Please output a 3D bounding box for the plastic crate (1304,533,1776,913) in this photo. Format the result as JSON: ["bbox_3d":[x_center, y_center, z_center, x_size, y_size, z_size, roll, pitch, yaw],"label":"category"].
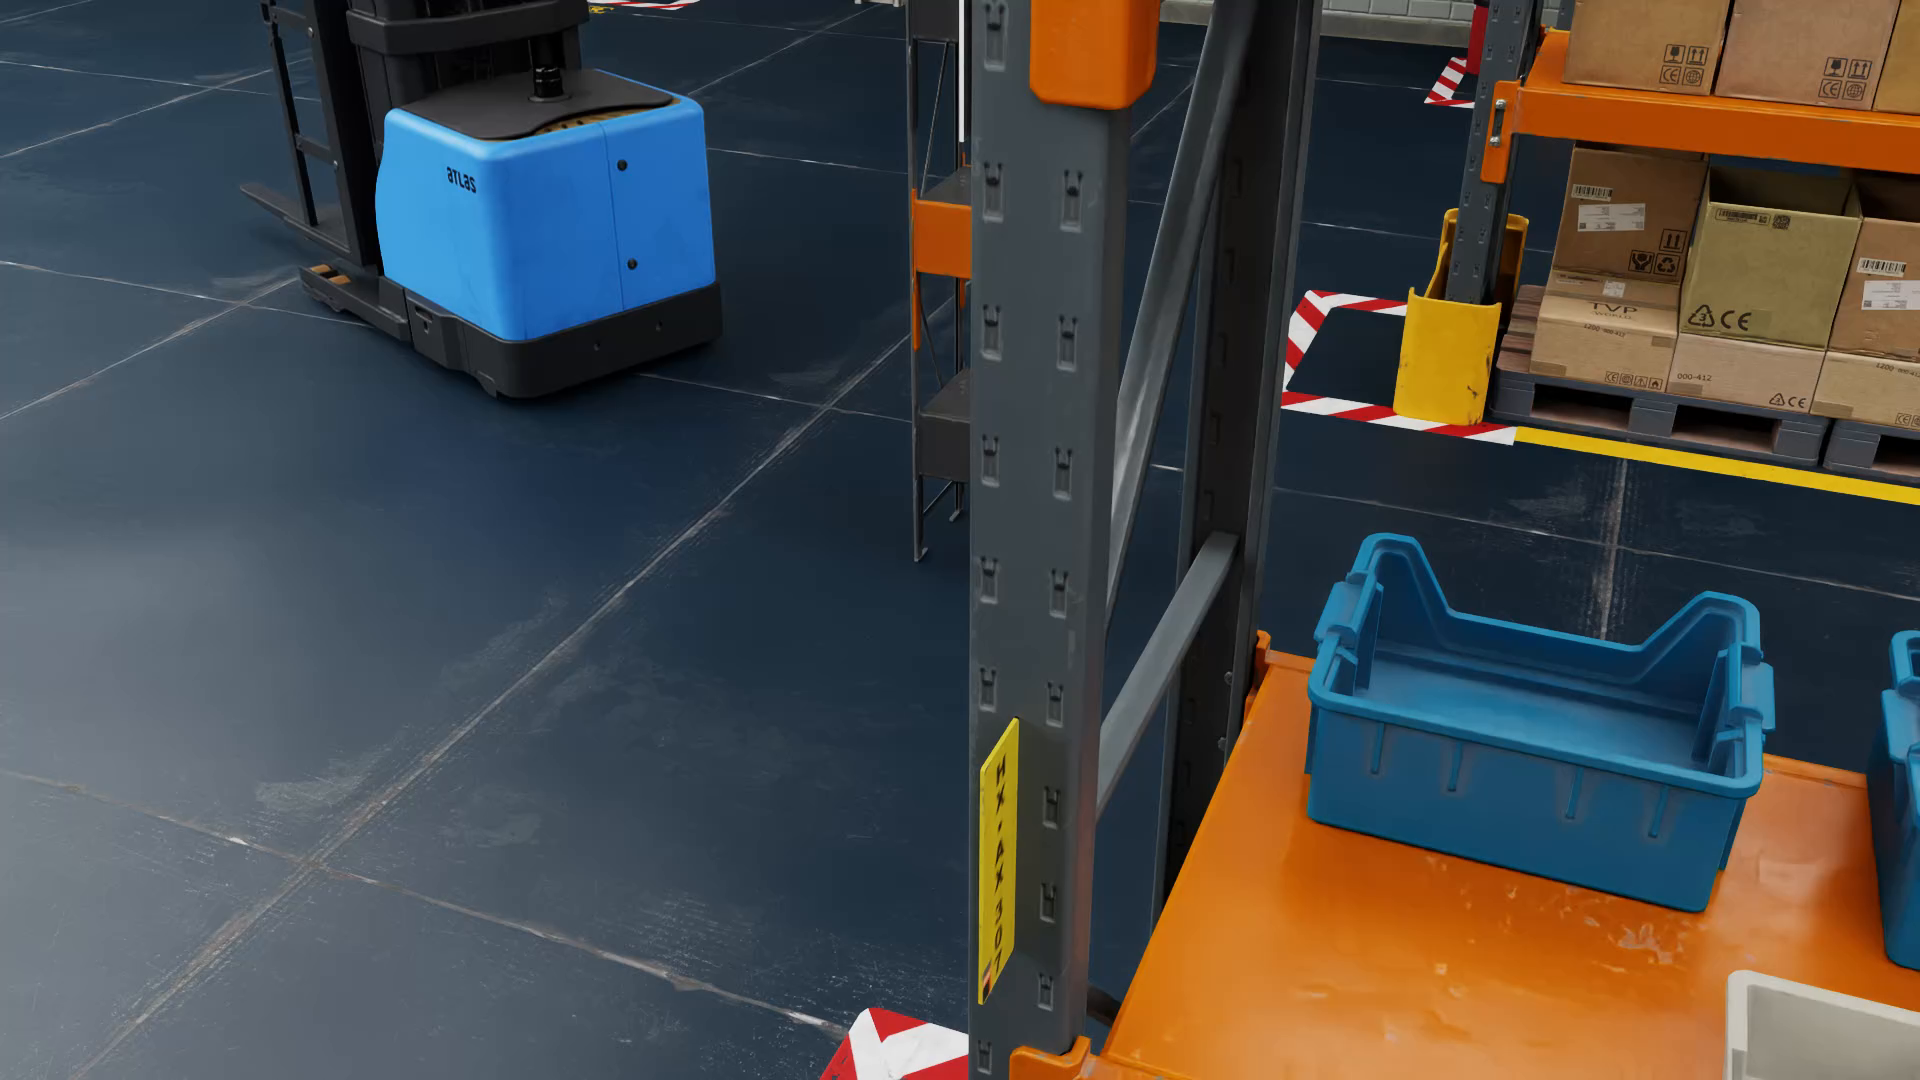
[{"bbox_3d":[0.828,0.243,2.423,0.616,0.251,0.499,11,31,19],"label":"plastic crate"}]

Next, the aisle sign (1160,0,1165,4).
[{"bbox_3d":[0.297,-1.059,1.933,0.004,0.787,0.394,11,31,19],"label":"aisle sign"}]

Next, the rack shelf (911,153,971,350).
[{"bbox_3d":[0.153,-0.872,5.186,0.480,0.518,0.431,11,31,19],"label":"rack shelf"}]

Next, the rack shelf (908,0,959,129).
[{"bbox_3d":[0.153,-1.481,4.841,0.480,0.518,0.431,11,31,19],"label":"rack shelf"}]

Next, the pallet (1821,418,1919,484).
[{"bbox_3d":[3.969,-0.473,6.373,1.213,0.211,1.003,11,31,19],"label":"pallet"}]

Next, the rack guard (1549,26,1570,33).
[{"bbox_3d":[4.047,-3.193,10.891,0.348,0.500,1.175,11,31,19],"label":"rack guard"}]

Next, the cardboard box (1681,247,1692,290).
[{"bbox_3d":[3.194,-0.970,6.786,0.500,0.250,0.500,11,31,19],"label":"cardboard box"}]

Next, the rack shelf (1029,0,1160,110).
[{"bbox_3d":[2.105,-0.401,1.094,4.000,0.370,1.077,11,31,19],"label":"rack shelf"}]

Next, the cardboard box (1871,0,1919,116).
[{"bbox_3d":[3.492,-1.798,5.781,0.500,0.500,0.700,12,31,19],"label":"cardboard box"}]

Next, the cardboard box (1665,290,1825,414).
[{"bbox_3d":[2.996,-0.730,6.362,0.500,0.250,0.500,11,31,19],"label":"cardboard box"}]

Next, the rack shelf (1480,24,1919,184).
[{"bbox_3d":[3.971,-1.353,5.826,4.000,0.370,1.077,11,31,19],"label":"rack shelf"}]

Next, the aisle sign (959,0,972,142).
[{"bbox_3d":[0.075,-0.790,1.457,0.004,0.787,0.394,11,31,19],"label":"aisle sign"}]

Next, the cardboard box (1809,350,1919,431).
[{"bbox_3d":[3.459,-0.638,6.197,0.500,0.250,0.500,11,31,19],"label":"cardboard box"}]

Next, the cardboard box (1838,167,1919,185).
[{"bbox_3d":[3.659,-1.207,6.442,0.500,0.500,0.500,11,31,19],"label":"cardboard box"}]

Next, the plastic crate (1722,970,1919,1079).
[{"bbox_3d":[0.960,0.649,1.822,0.250,0.136,0.298,11,31,19],"label":"plastic crate"}]

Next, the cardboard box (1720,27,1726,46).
[{"bbox_3d":[4.584,-3.147,10.556,0.500,0.311,0.500,8,30,13],"label":"cardboard box"}]

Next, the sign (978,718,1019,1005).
[{"bbox_3d":[0.041,0.351,1.799,0.005,0.325,0.100,11,31,19],"label":"sign"}]

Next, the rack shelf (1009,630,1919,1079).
[{"bbox_3d":[2.105,0.905,1.832,4.000,0.370,1.077,11,31,19],"label":"rack shelf"}]

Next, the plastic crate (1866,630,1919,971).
[{"bbox_3d":[1.428,0.365,2.206,0.408,0.251,0.499,11,31,19],"label":"plastic crate"}]

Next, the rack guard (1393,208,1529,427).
[{"bbox_3d":[2.096,-0.952,6.927,0.348,0.500,1.175,11,31,19],"label":"rack guard"}]

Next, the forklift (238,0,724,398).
[{"bbox_3d":[-2.404,-2.469,7.139,1.130,2.935,3.031,-25,38,-37],"label":"forklift"}]

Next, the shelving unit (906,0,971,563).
[{"bbox_3d":[0.153,-0.883,5.179,0.503,2.100,0.431,11,31,19],"label":"shelving unit"}]

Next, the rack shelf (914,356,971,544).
[{"bbox_3d":[0.153,-0.262,5.530,0.480,0.518,0.431,11,31,19],"label":"rack shelf"}]

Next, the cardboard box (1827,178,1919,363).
[{"bbox_3d":[3.463,-0.969,6.022,0.500,0.500,0.500,11,31,19],"label":"cardboard box"}]

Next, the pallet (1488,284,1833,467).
[{"bbox_3d":[2.842,-0.700,6.774,1.213,0.211,1.003,11,31,19],"label":"pallet"}]

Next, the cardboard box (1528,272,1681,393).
[{"bbox_3d":[2.531,-0.821,6.522,0.500,0.250,0.500,11,31,19],"label":"cardboard box"}]

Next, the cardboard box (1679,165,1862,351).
[{"bbox_3d":[2.995,-1.056,6.176,0.500,0.500,0.500,11,31,19],"label":"cardboard box"}]

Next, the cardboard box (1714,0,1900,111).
[{"bbox_3d":[3.034,-1.892,5.948,0.500,0.500,0.700,12,32,20],"label":"cardboard box"}]

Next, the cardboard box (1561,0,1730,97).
[{"bbox_3d":[2.546,-1.987,6.116,0.500,0.500,0.700,11,31,19],"label":"cardboard box"}]

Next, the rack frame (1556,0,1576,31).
[{"bbox_3d":[3.977,-4.295,10.301,0.127,3.000,1.000,11,31,19],"label":"rack frame"}]

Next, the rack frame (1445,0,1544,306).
[{"bbox_3d":[2.118,-2.036,6.304,0.127,3.000,1.000,11,31,19],"label":"rack frame"}]

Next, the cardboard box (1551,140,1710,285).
[{"bbox_3d":[2.727,-1.385,6.757,0.500,0.500,0.500,11,31,19],"label":"cardboard box"}]

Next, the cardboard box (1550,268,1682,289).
[{"bbox_3d":[2.726,-1.057,6.940,0.500,0.250,0.500,11,31,19],"label":"cardboard box"}]

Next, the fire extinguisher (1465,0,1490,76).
[{"bbox_3d":[2.183,-2.236,6.736,0.183,0.674,0.296,11,31,19],"label":"fire extinguisher"}]

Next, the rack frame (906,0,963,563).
[{"bbox_3d":[-0.073,-0.929,5.259,0.015,2.100,0.400,11,31,19],"label":"rack frame"}]
